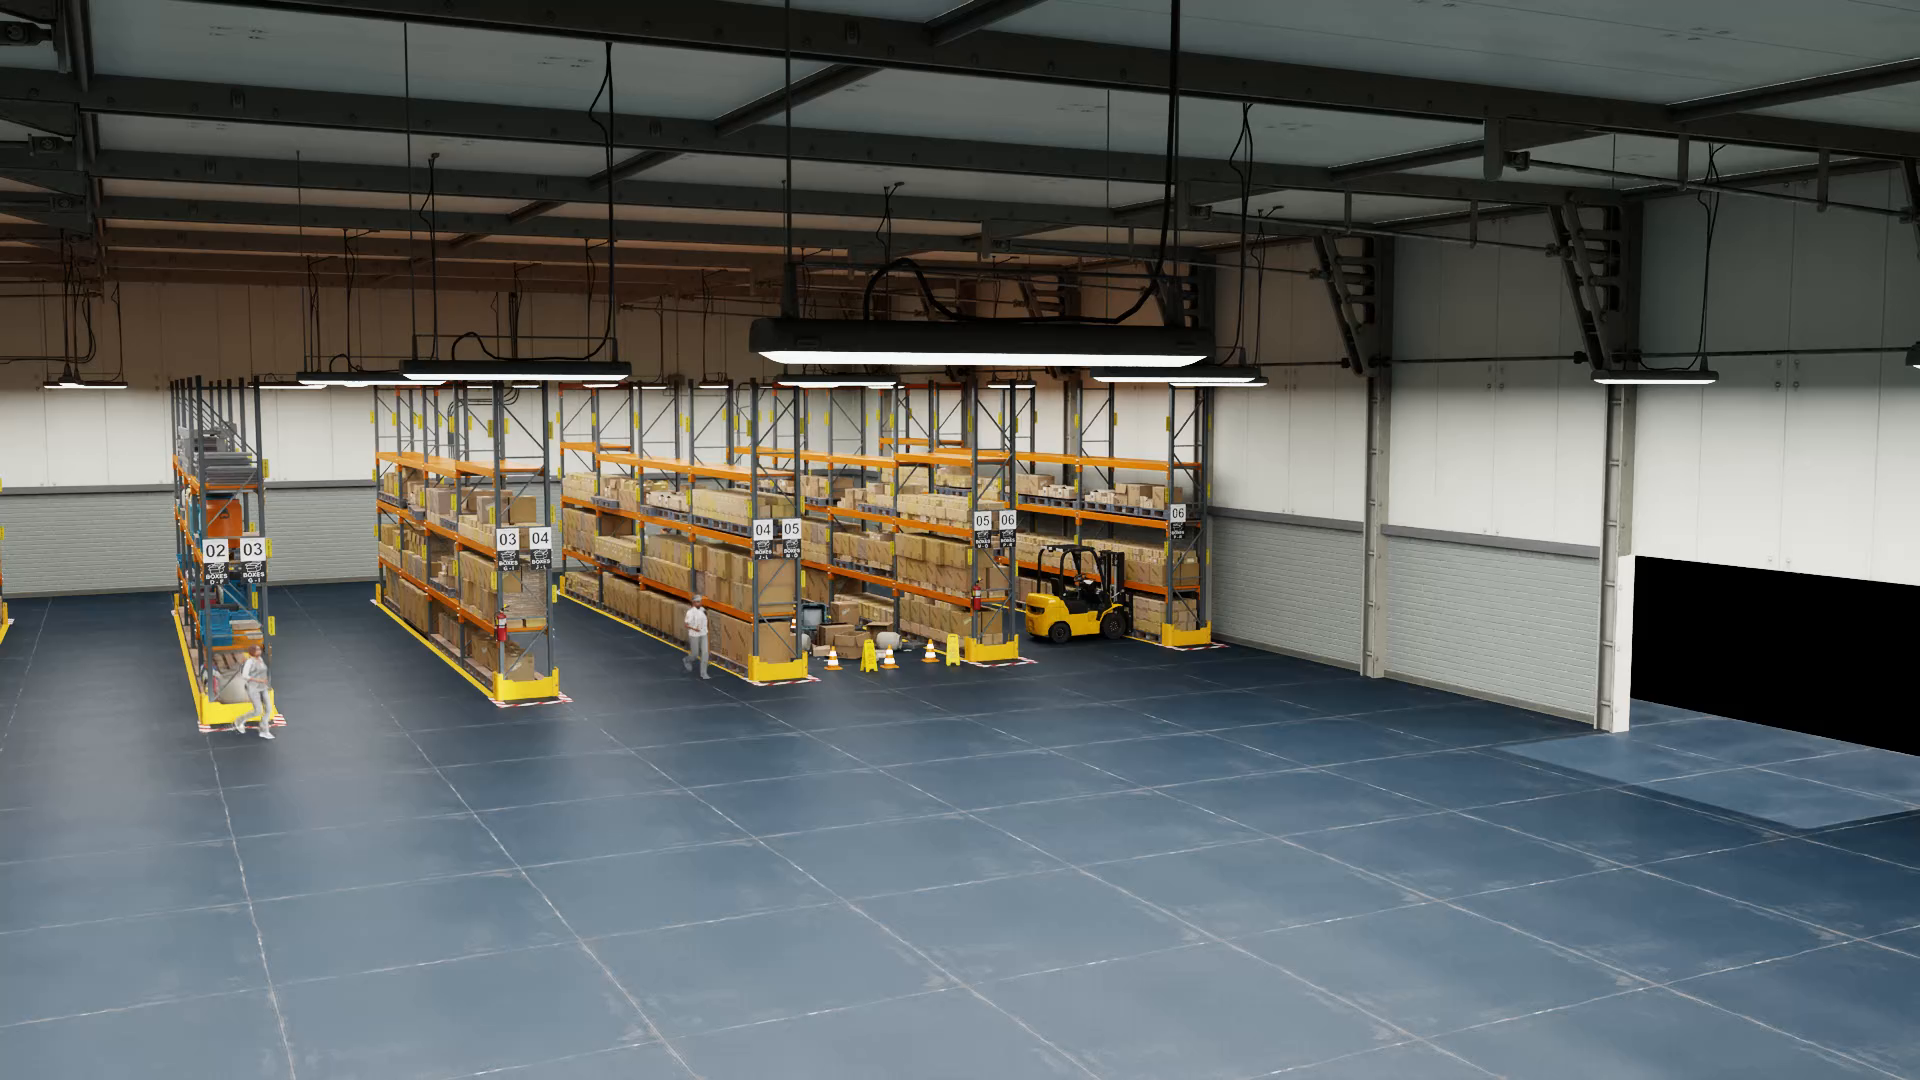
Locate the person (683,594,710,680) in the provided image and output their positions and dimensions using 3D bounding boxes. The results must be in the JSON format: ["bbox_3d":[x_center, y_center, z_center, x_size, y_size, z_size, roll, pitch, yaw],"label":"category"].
[{"bbox_3d":[-5.261,1.925,33.350,0.579,1.687,0.851,-4,6,-38],"label":"person"}]

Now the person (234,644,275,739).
[{"bbox_3d":[-11.669,2.550,27.482,0.667,1.500,0.536,1,5,11],"label":"person"}]

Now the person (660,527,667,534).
[{"bbox_3d":[-8.801,0.447,50.015,0.866,1.709,0.584,-2,6,-23],"label":"person"}]
